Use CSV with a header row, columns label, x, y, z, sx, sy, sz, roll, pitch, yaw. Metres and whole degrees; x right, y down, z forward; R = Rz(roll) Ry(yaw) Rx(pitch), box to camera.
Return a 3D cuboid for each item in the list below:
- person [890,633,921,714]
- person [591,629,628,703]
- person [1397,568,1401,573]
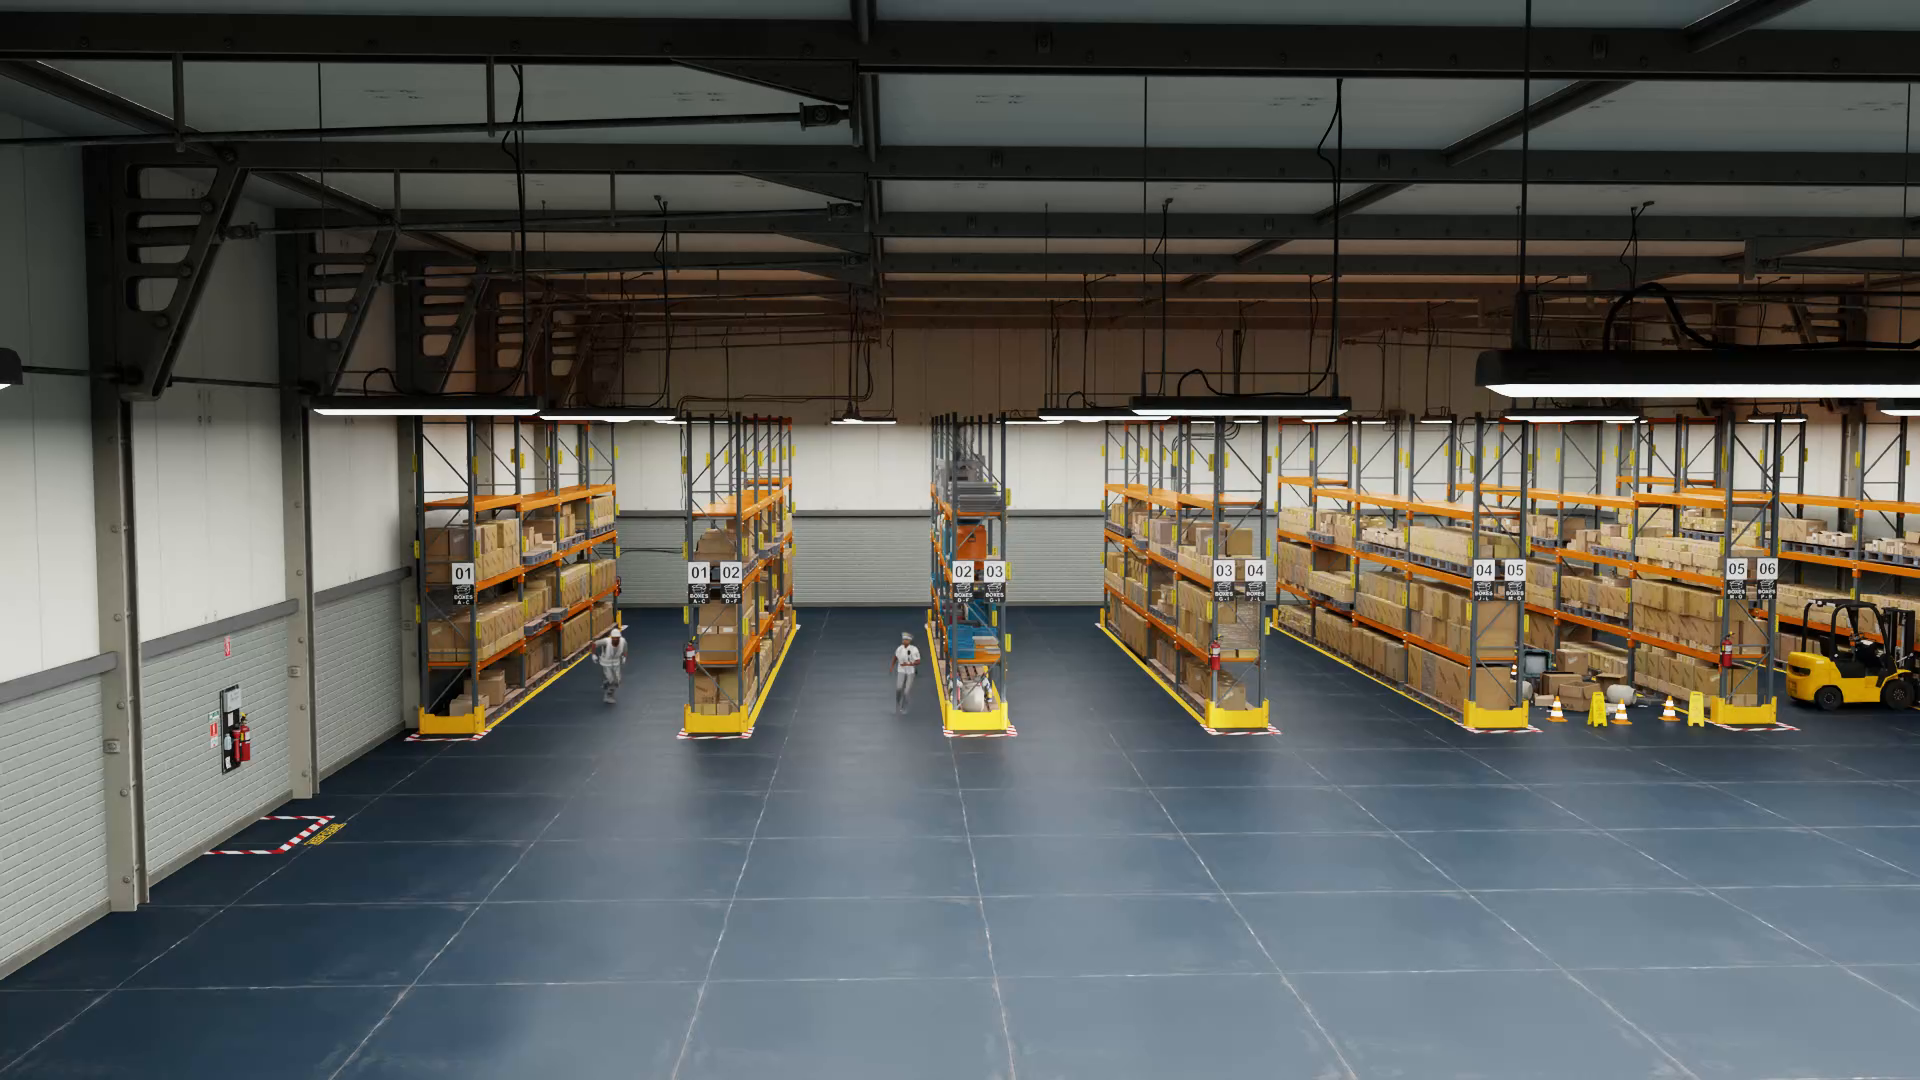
label,x,y,z,sx,sy,sz,roll,pitch,yaw
person,-1.115,2.659,33.046,0.637,1.653,0.571,0,4,7
person,-7.200,2.600,34.241,0.715,1.590,0.819,-2,5,-32
person,13.036,1.591,49.236,1.016,1.616,0.496,0,4,2
